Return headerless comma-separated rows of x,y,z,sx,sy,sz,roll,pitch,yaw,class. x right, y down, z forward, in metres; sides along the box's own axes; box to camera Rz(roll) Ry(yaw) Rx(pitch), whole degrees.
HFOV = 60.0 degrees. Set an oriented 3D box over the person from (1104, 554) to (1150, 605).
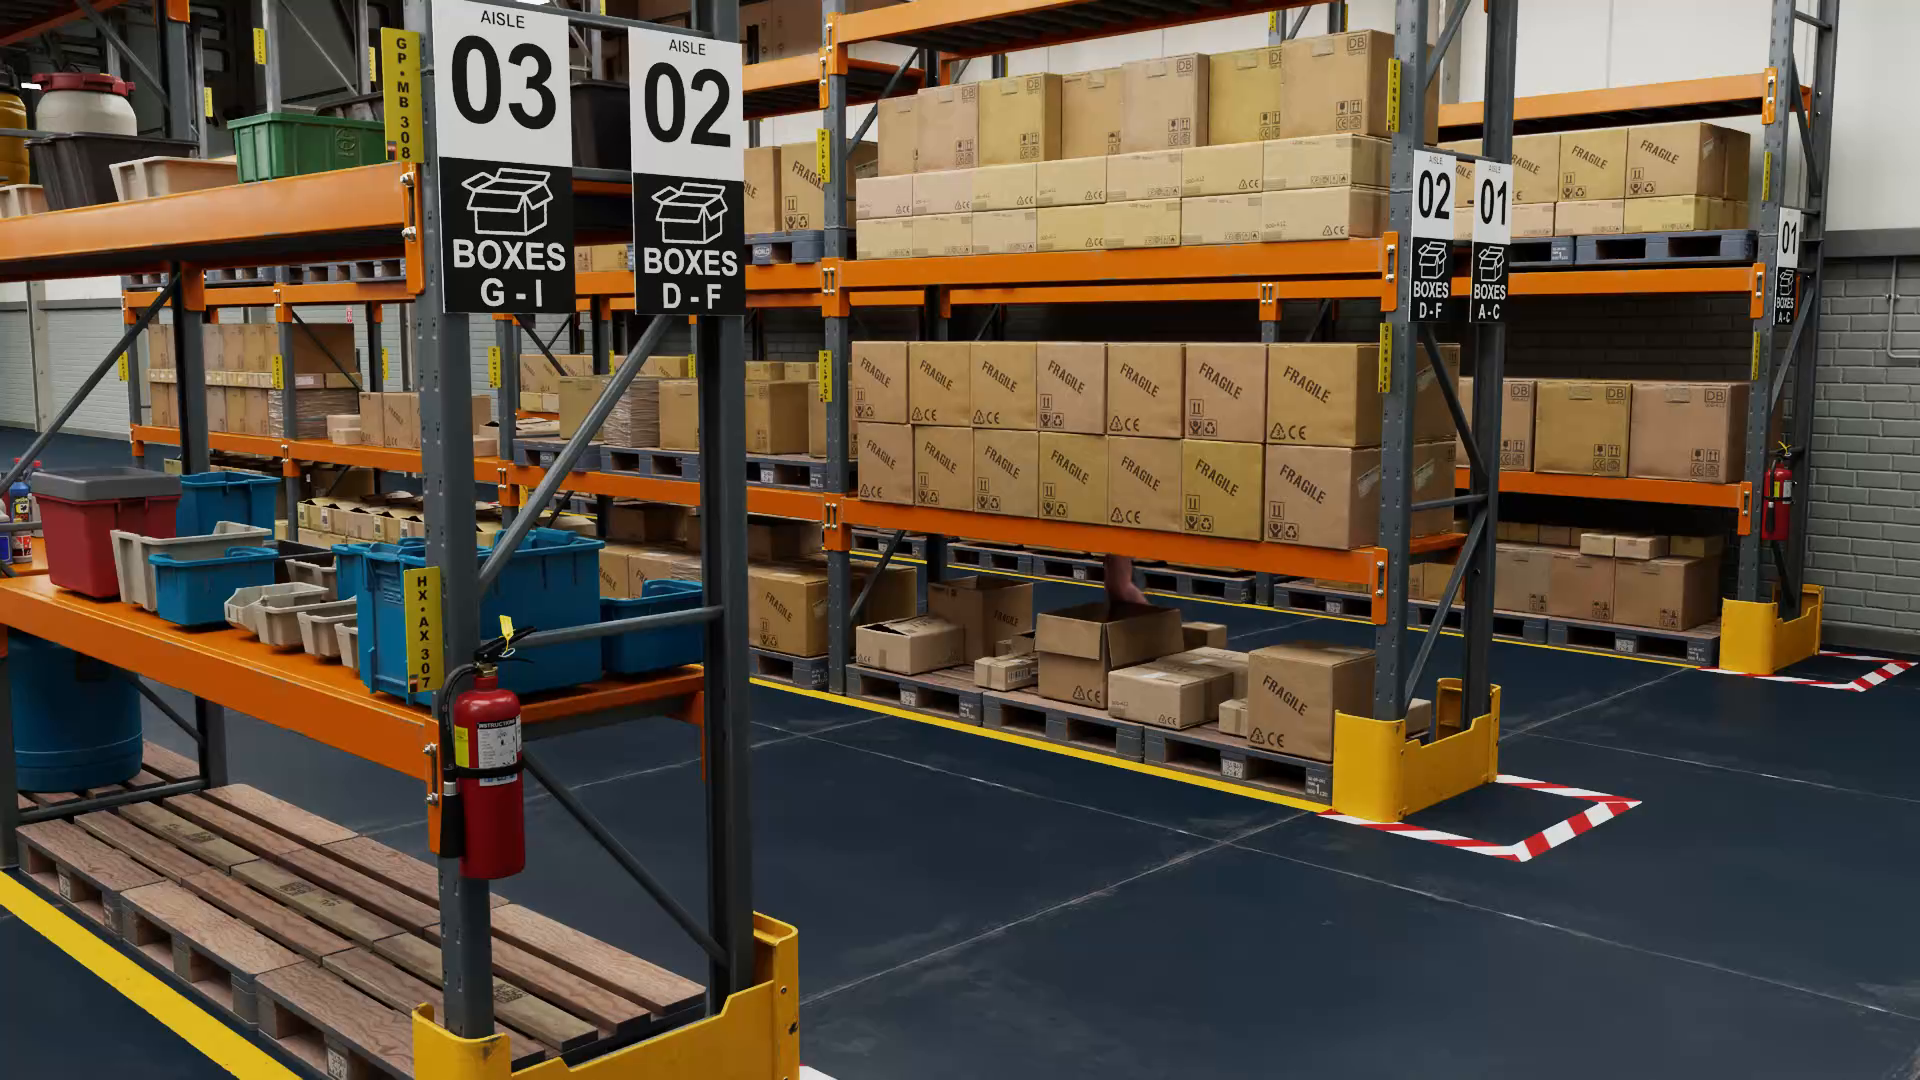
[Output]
1.236,-0.011,12.358,0.643,1.666,0.495,3,8,22,person
